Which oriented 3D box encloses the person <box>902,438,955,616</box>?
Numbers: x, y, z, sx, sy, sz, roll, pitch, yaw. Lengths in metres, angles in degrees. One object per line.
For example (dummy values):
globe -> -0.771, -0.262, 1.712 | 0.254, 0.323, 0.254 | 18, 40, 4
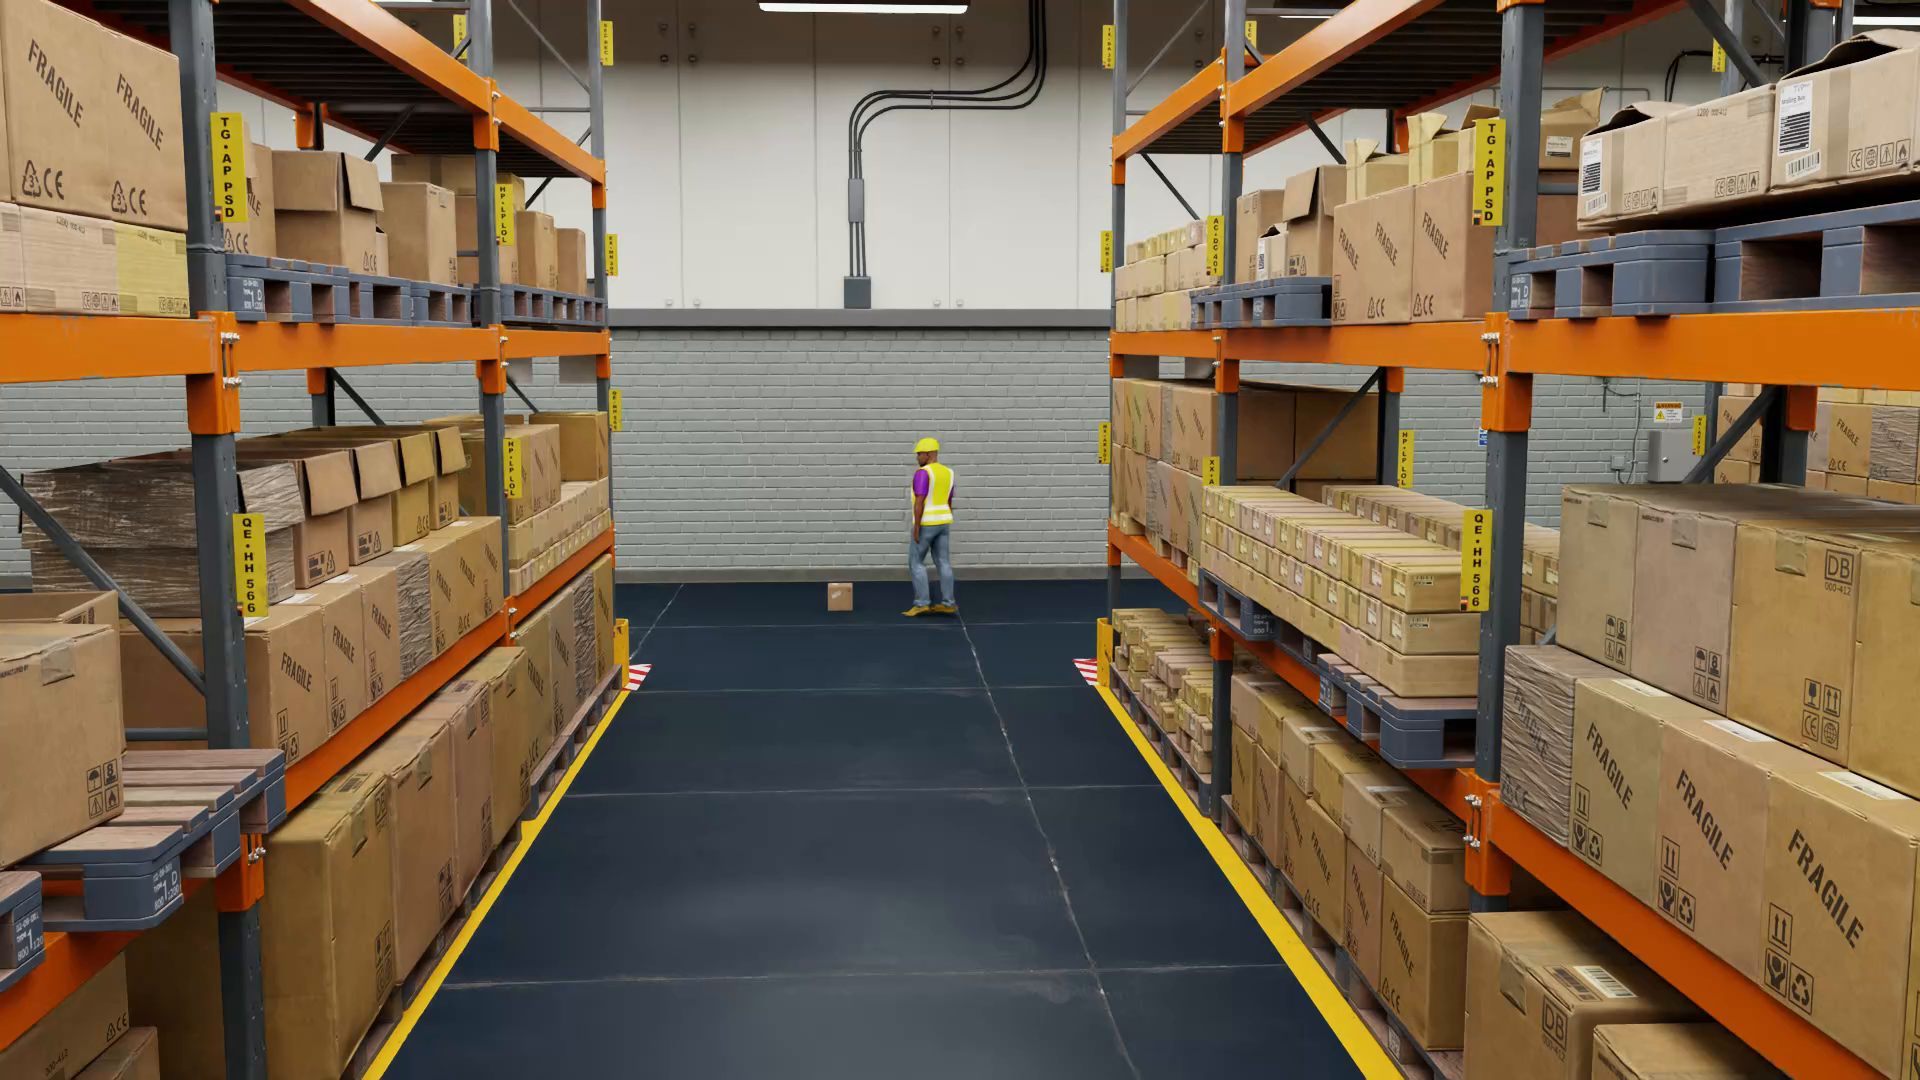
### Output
person -> -0.248, -0.117, 16.675 | 0.595, 1.805, 0.537 | -7, 10, -44
